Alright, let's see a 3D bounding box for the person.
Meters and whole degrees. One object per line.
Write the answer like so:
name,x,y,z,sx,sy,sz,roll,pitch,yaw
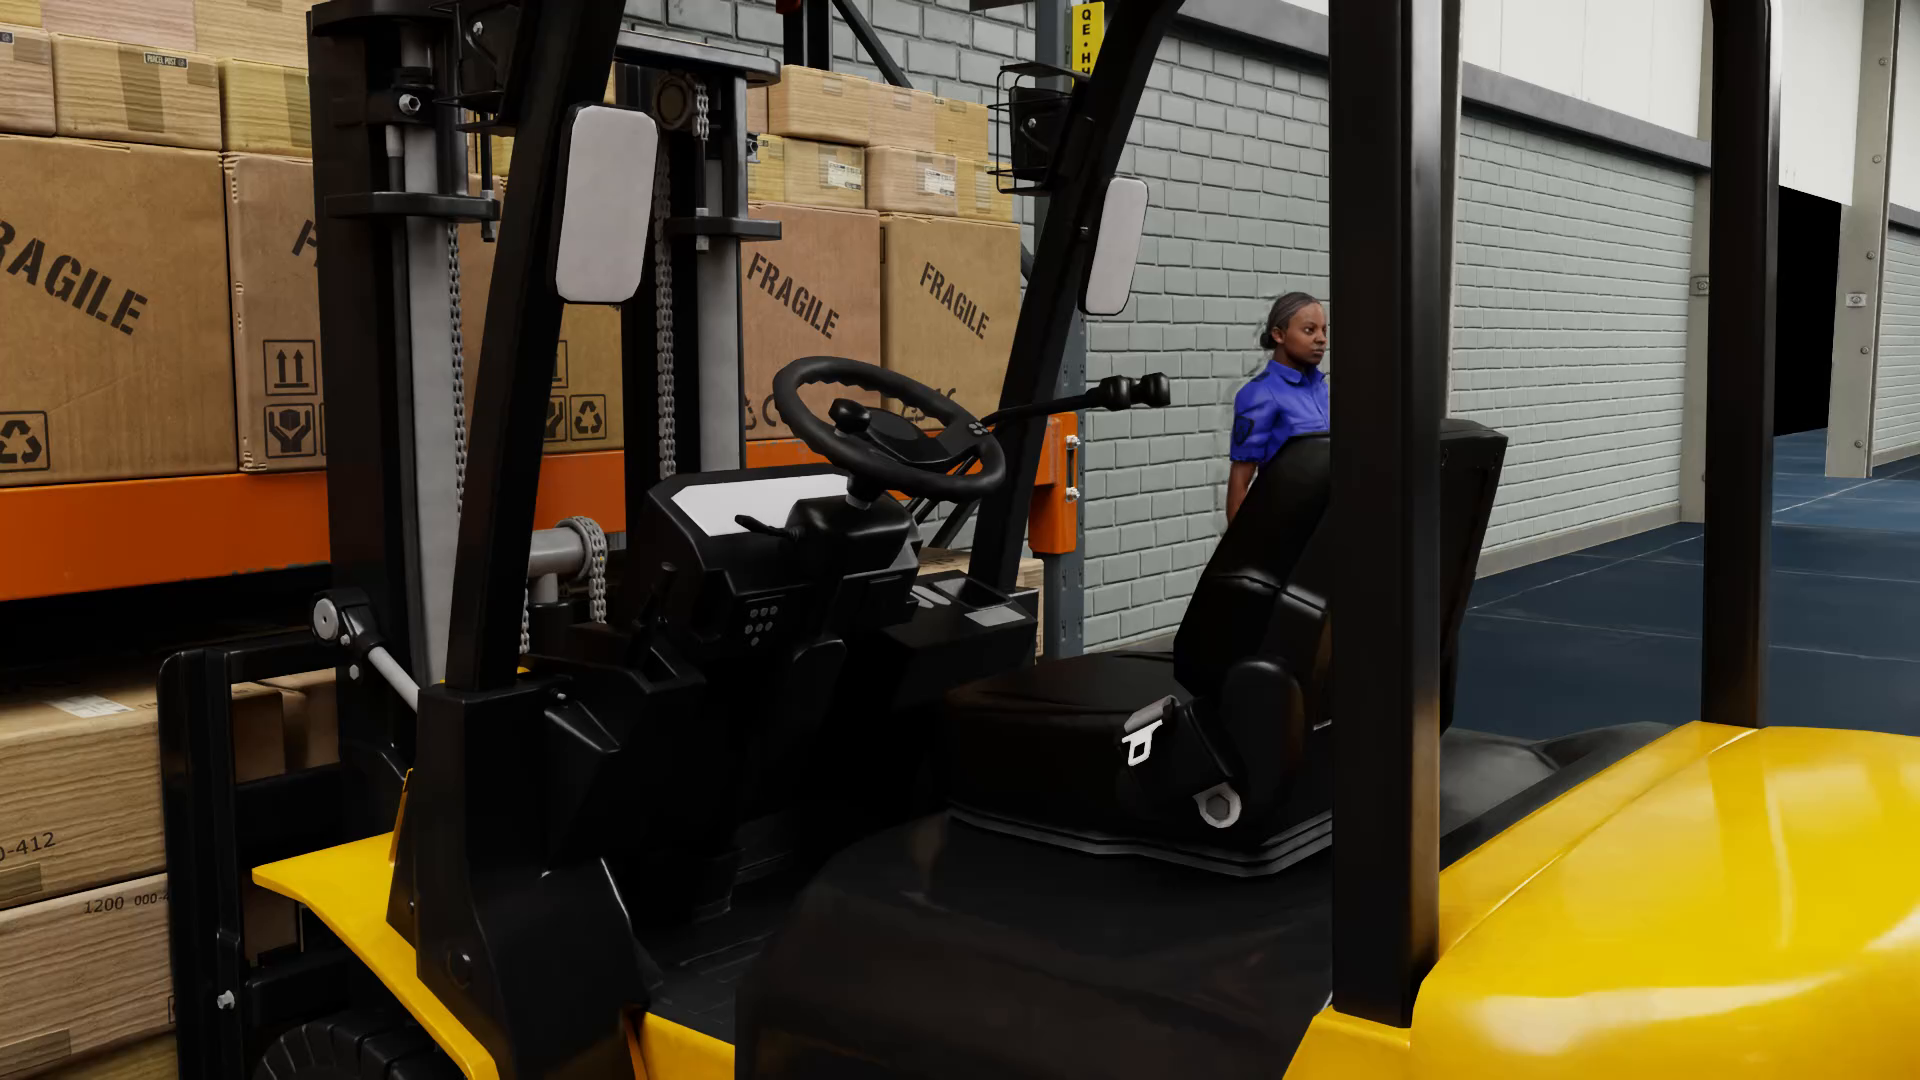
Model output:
person,1.140,0.053,5.248,0.752,1.661,0.461,6,9,39
